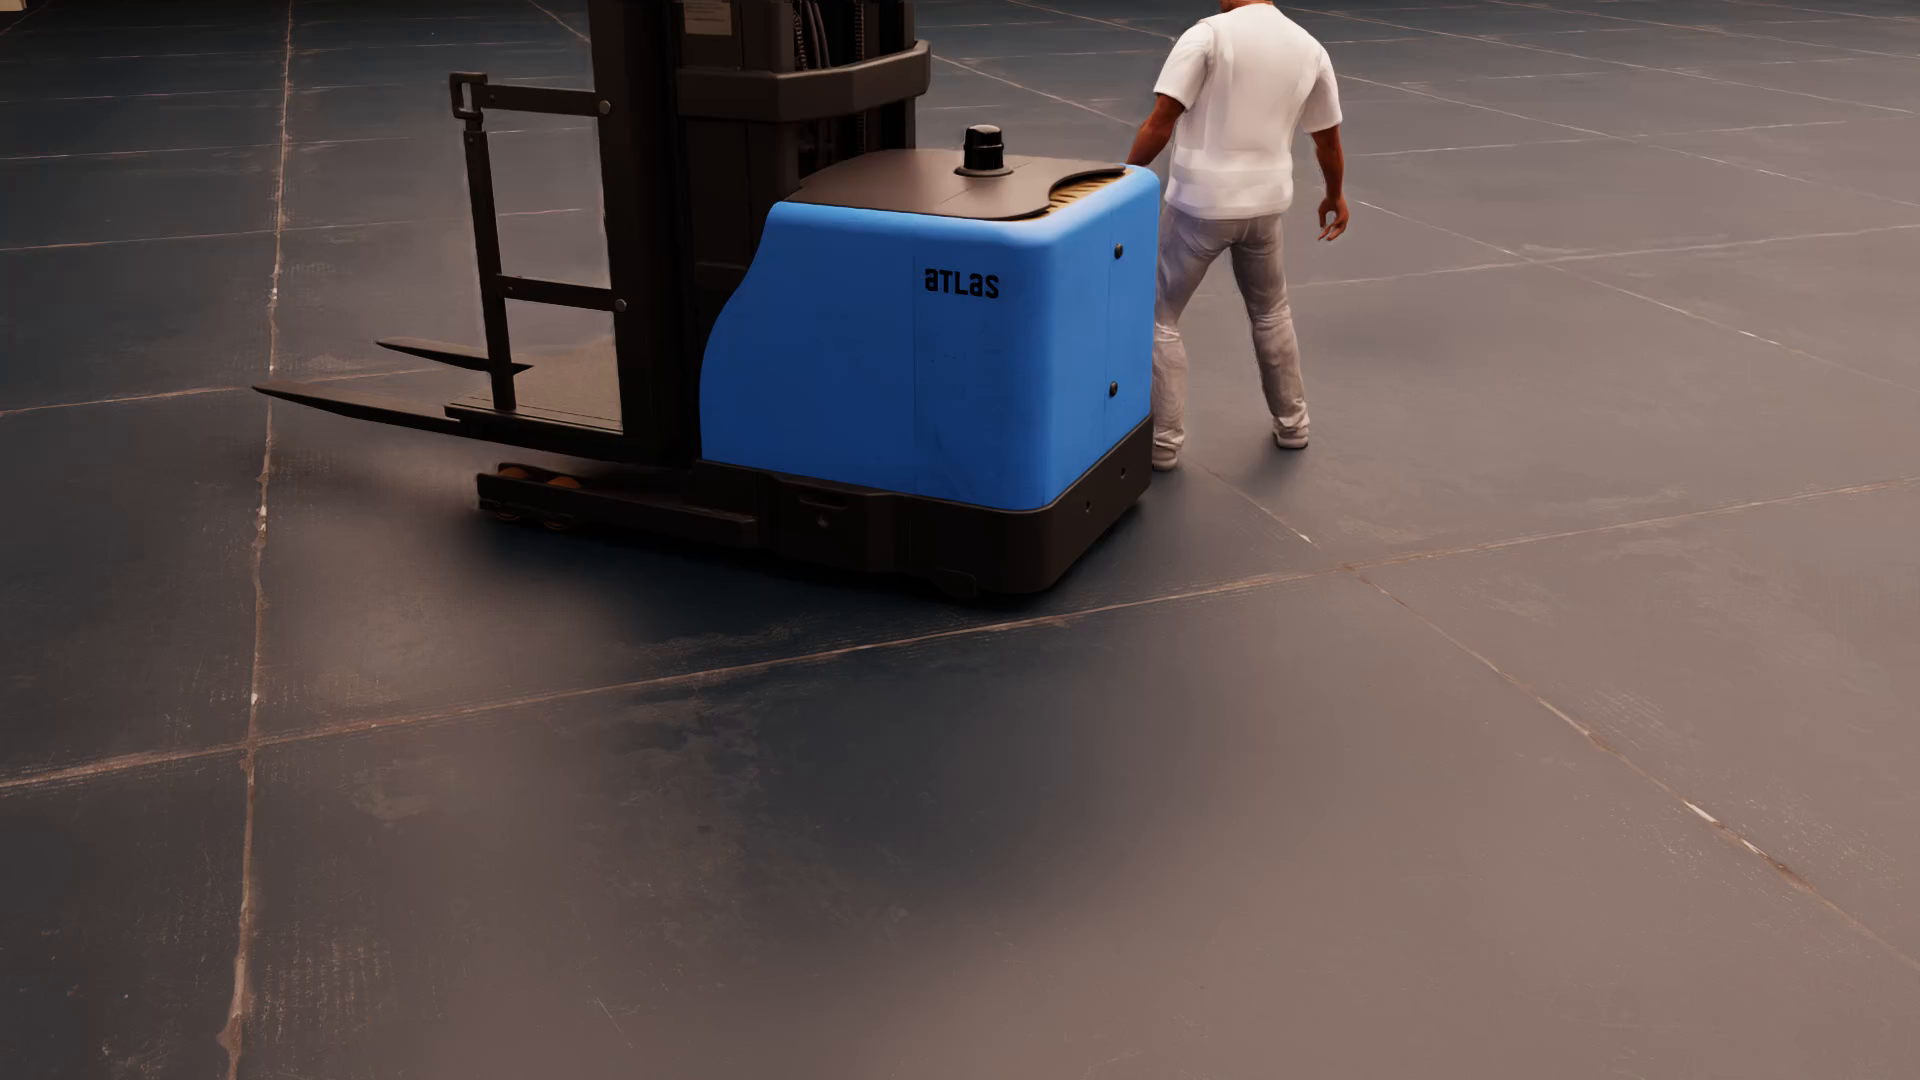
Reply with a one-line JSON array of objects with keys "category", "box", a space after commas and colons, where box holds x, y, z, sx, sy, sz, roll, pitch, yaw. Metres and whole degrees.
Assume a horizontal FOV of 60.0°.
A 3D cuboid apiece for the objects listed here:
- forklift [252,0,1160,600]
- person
[{"category": "forklift", "box": [-0.948, -1.552, 4.990, 3.031, 2.935, 1.130, 10, 25, 23]}, {"category": "person", "box": [0.896, -1.129, 5.574, 0.963, 1.716, 0.433, -9, 24, -20]}]
